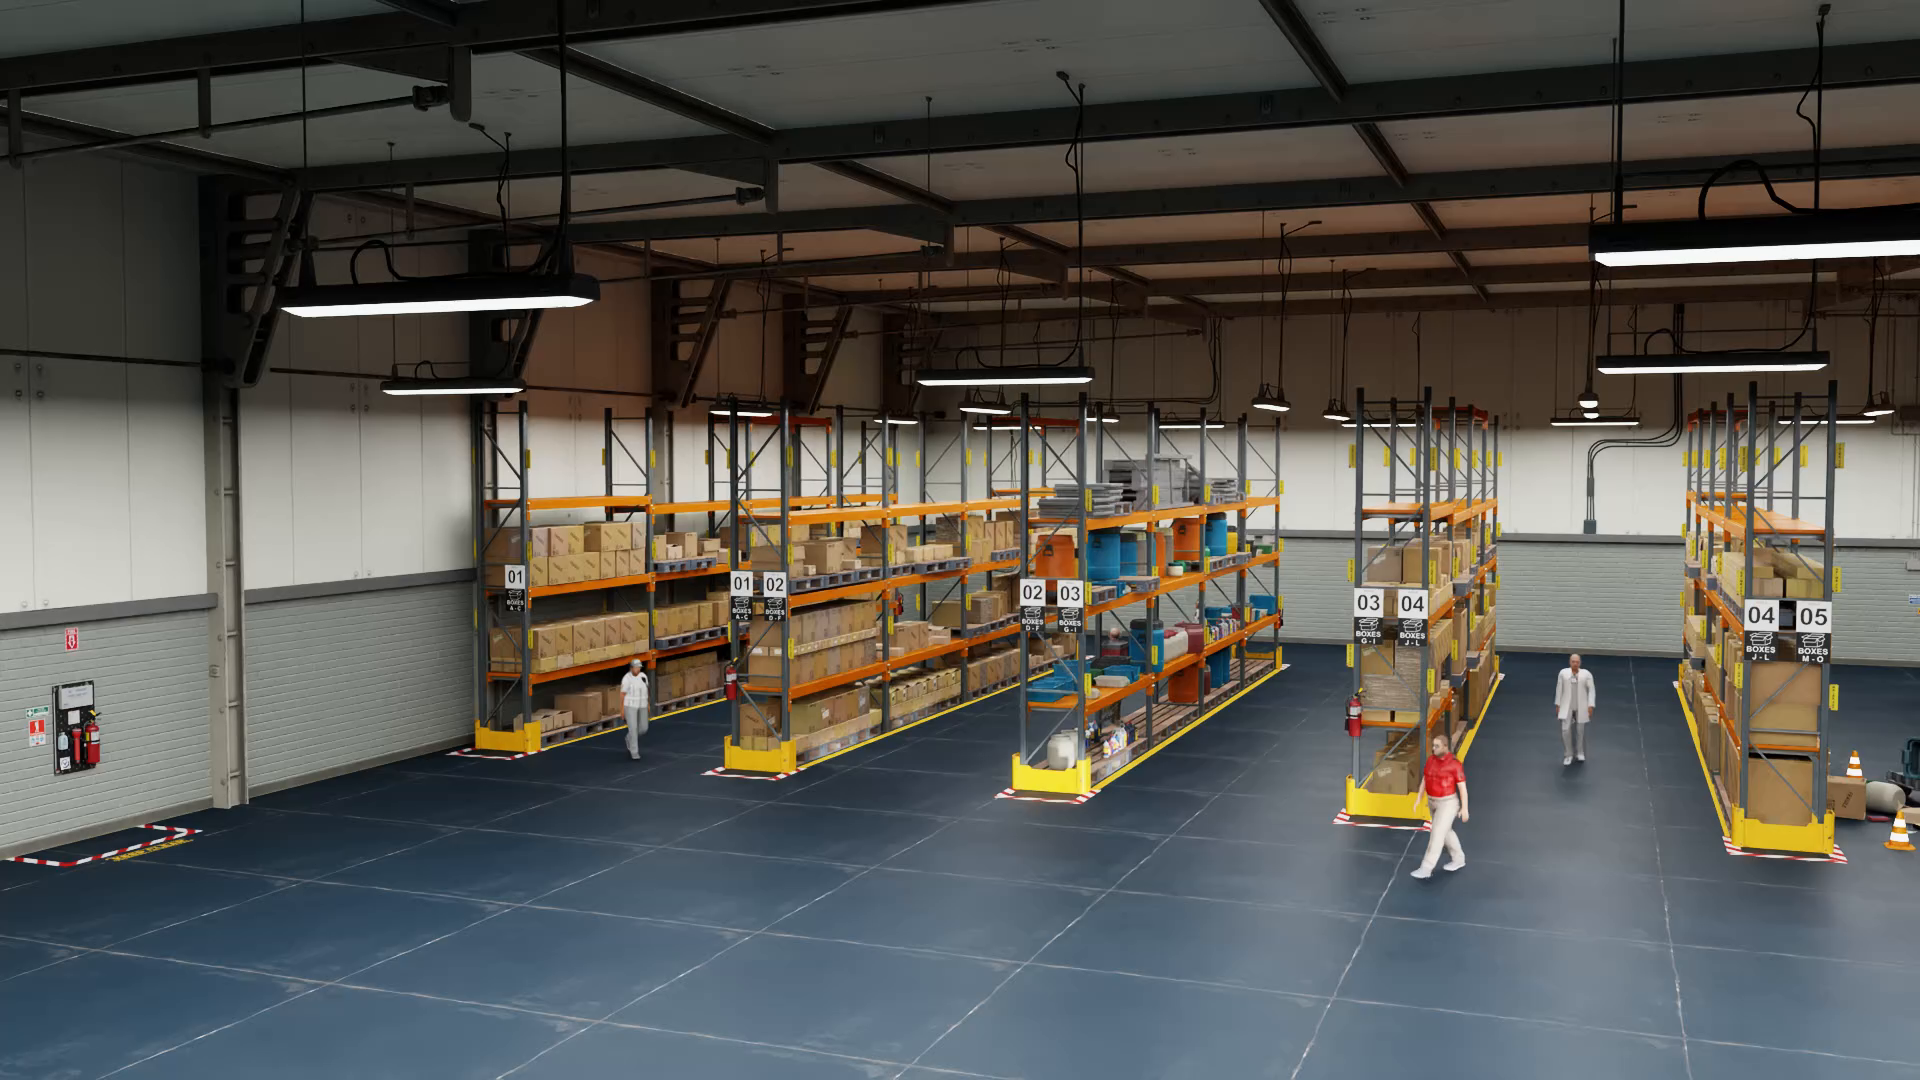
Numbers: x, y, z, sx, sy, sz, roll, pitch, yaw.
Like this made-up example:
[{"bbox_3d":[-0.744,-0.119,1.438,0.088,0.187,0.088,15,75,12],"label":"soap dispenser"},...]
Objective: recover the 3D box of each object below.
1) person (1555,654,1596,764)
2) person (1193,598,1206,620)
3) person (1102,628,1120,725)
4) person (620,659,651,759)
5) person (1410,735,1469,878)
[{"bbox_3d":[10.156,2.803,27.460,0.645,1.848,0.618,1,3,24],"label":"person"},{"bbox_3d":[5.788,2.254,39.663,0.588,1.728,0.456,2,3,34],"label":"person"},{"bbox_3d":[2.802,2.468,30.235,0.602,1.747,0.551,-1,3,-11],"label":"person"},{"bbox_3d":[-5.468,2.808,27.975,0.529,1.634,0.803,-2,4,-39],"label":"person"},{"bbox_3d":[5.712,3.172,19.945,1.029,1.671,0.566,-1,3,-23],"label":"person"}]
